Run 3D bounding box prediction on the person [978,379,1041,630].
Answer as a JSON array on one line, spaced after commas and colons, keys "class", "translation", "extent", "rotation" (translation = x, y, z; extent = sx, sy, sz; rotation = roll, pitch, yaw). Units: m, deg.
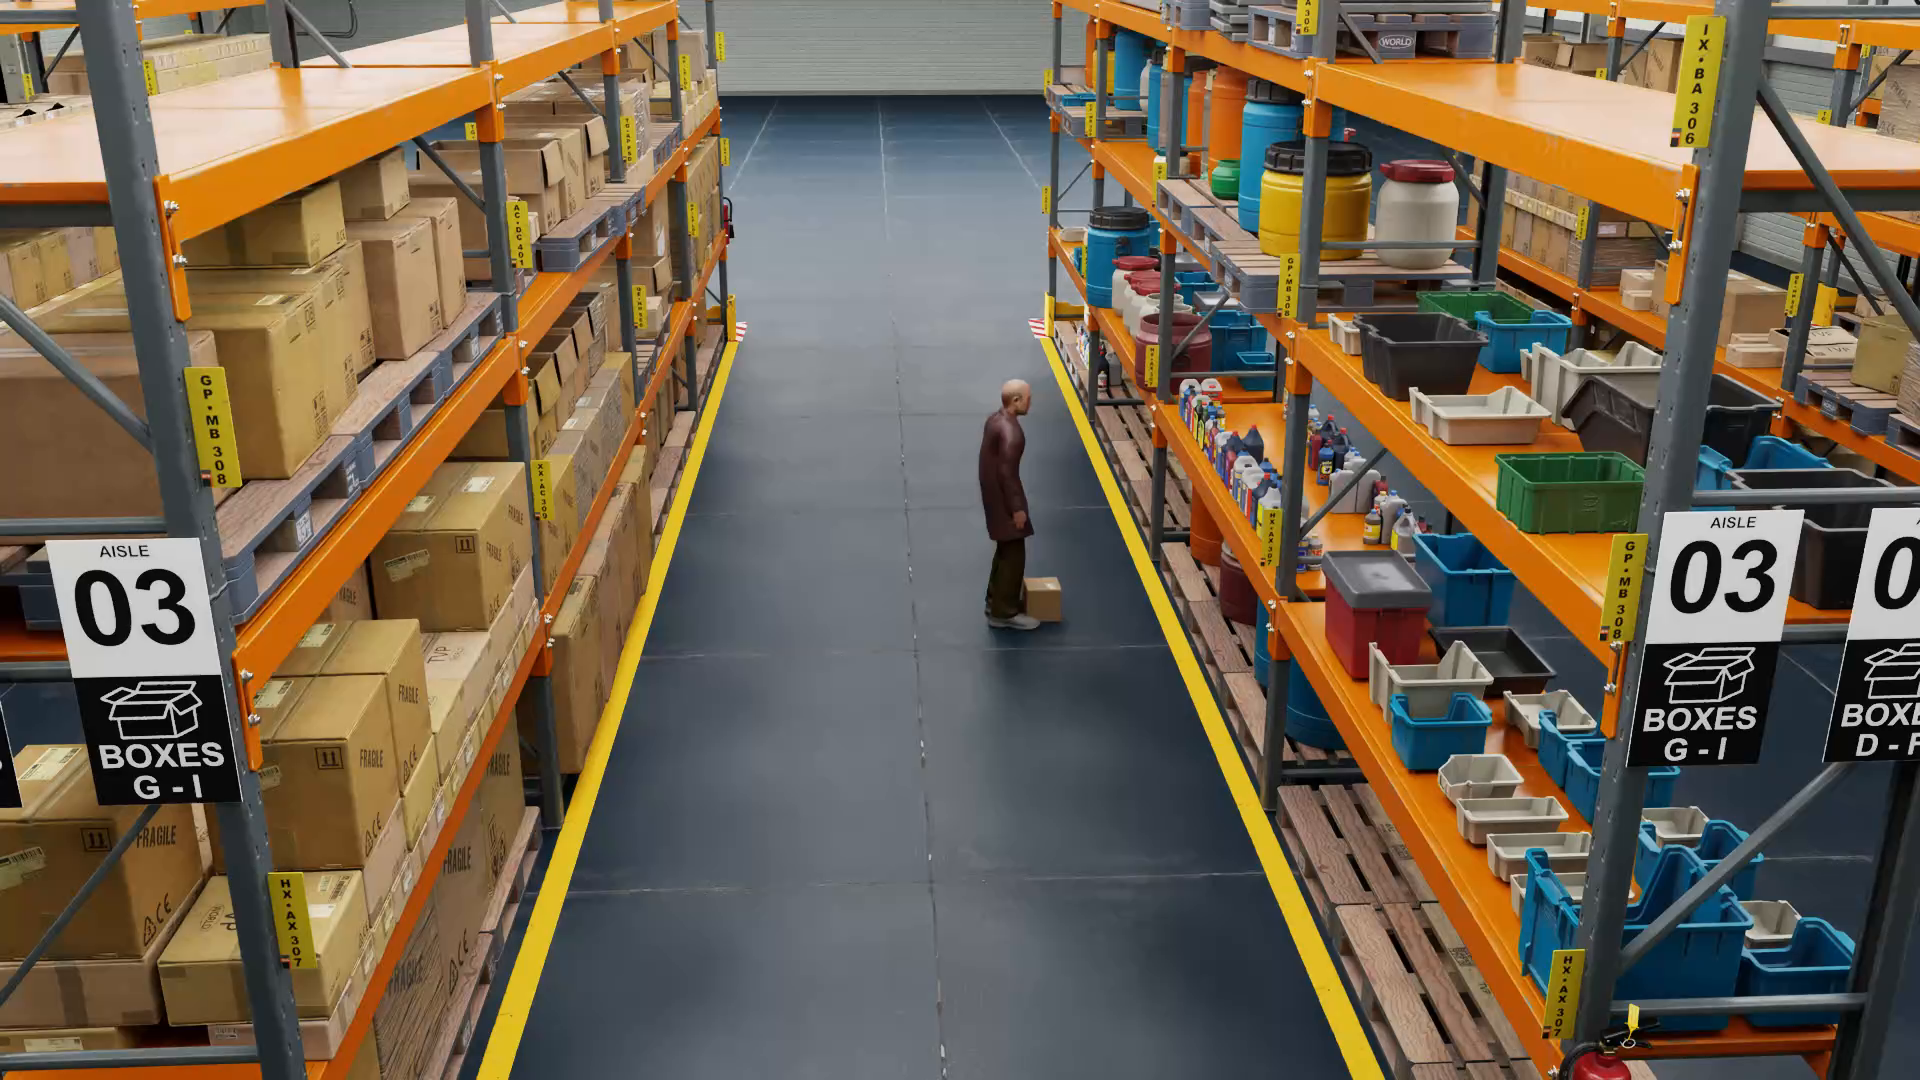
[{"class": "person", "translation": [0.347, -0.274, 11.846], "extent": [0.427, 1.773, 0.631], "rotation": [-2, 20, -5]}]
